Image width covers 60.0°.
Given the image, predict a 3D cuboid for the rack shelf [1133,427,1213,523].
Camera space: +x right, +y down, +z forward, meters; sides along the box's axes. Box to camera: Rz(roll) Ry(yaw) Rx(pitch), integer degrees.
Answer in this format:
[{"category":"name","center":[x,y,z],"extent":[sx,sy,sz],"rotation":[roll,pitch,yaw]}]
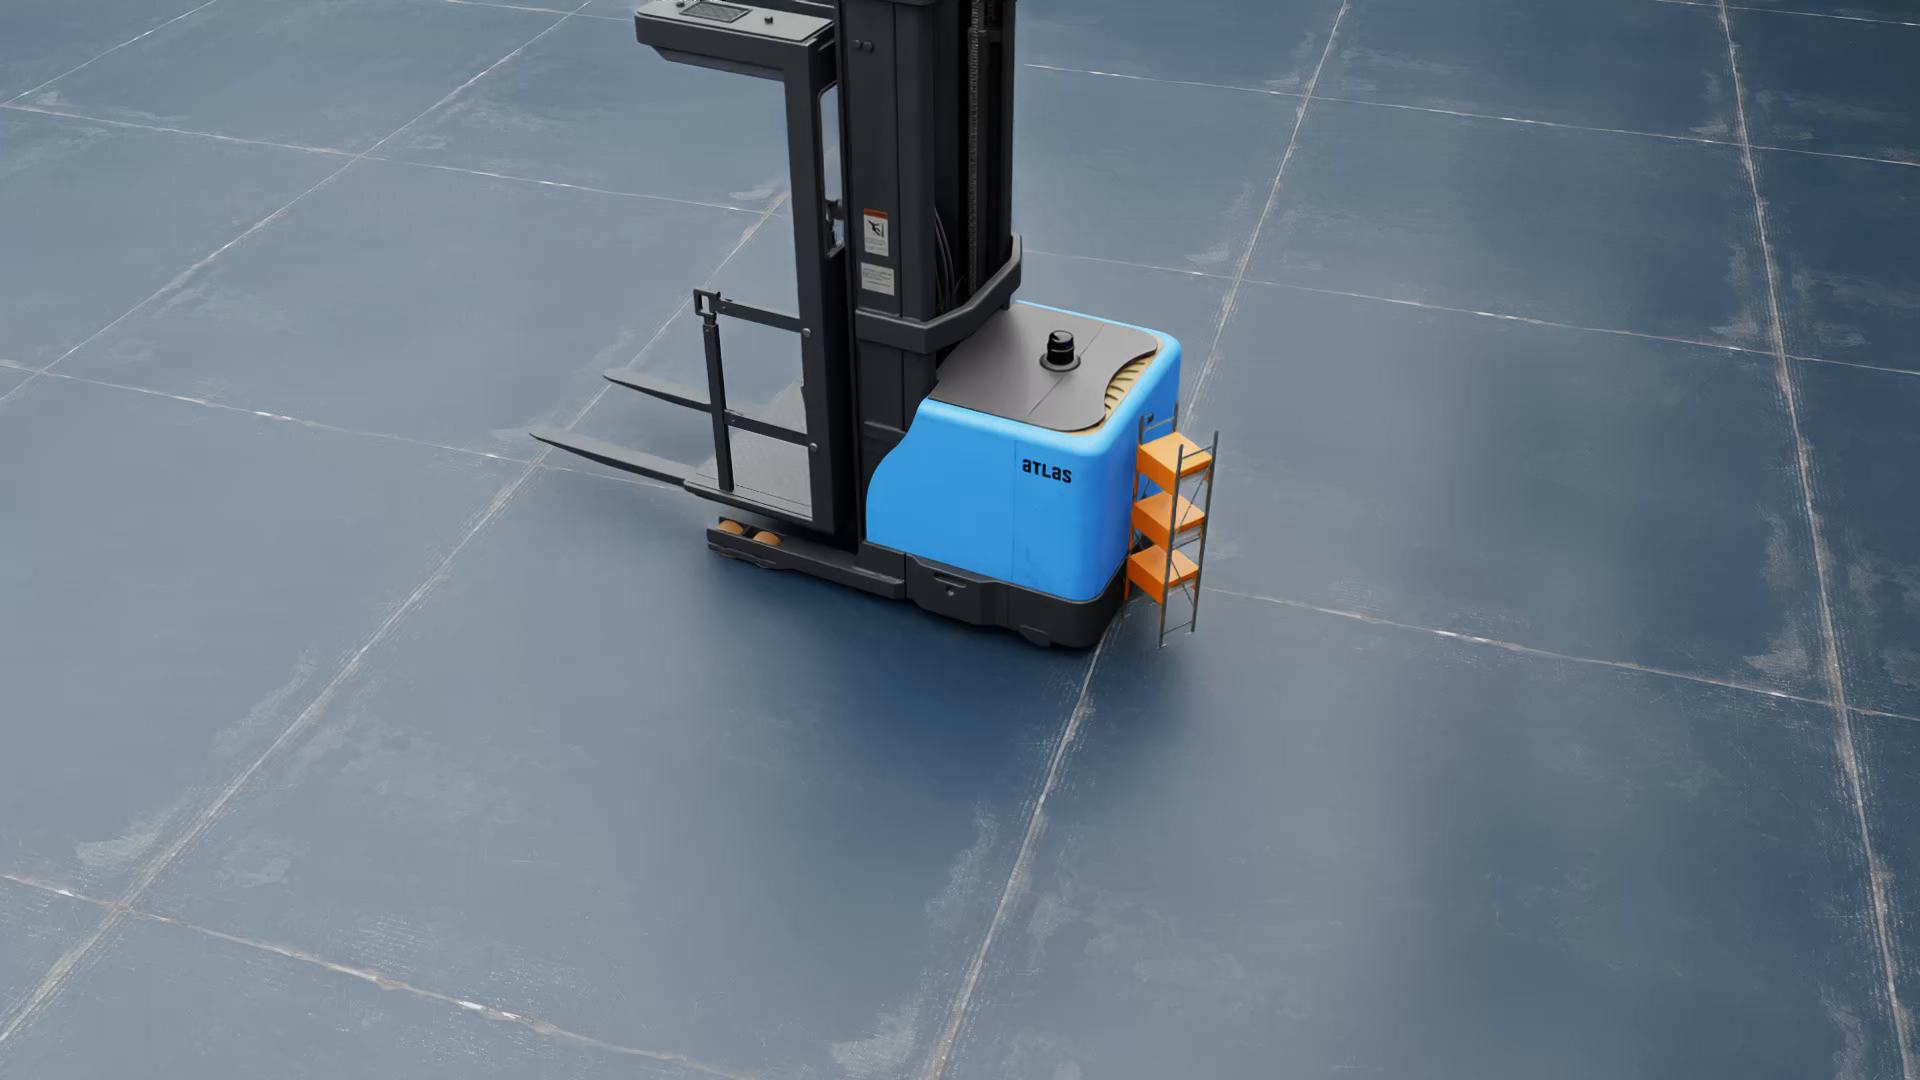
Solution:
[{"category":"rack shelf","center":[0.869,-0.265,6.760],"extent":[0.215,0.259,0.240],"rotation":[-22,42,-27]}]

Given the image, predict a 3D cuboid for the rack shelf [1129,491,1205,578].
[{"category":"rack shelf","center":[0.867,-0.038,6.931],"extent":[0.215,0.259,0.240],"rotation":[-22,42,-27]}]

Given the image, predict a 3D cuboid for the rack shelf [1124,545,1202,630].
[{"category":"rack shelf","center":[0.865,0.184,7.098],"extent":[0.215,0.259,0.240],"rotation":[-22,42,-27]}]

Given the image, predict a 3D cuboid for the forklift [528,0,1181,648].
[{"category":"forklift","center":[-0.592,-1.315,7.064],"extent":[3.031,2.935,1.130],"rotation":[16,39,20]}]

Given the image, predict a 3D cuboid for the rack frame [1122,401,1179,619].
[{"category":"rack frame","center":[0.799,-0.108,7.005],"extent":[0.200,1.050,0.008],"rotation":[-22,42,-27]}]

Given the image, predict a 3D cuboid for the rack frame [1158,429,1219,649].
[{"category":"rack frame","center":[0.935,0.015,6.844],"extent":[0.200,1.050,0.008],"rotation":[-22,42,-27]}]

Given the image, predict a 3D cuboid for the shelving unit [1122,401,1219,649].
[{"category":"shelving unit","center":[0.867,-0.047,6.925],"extent":[0.215,1.050,0.252],"rotation":[-22,42,-27]}]
